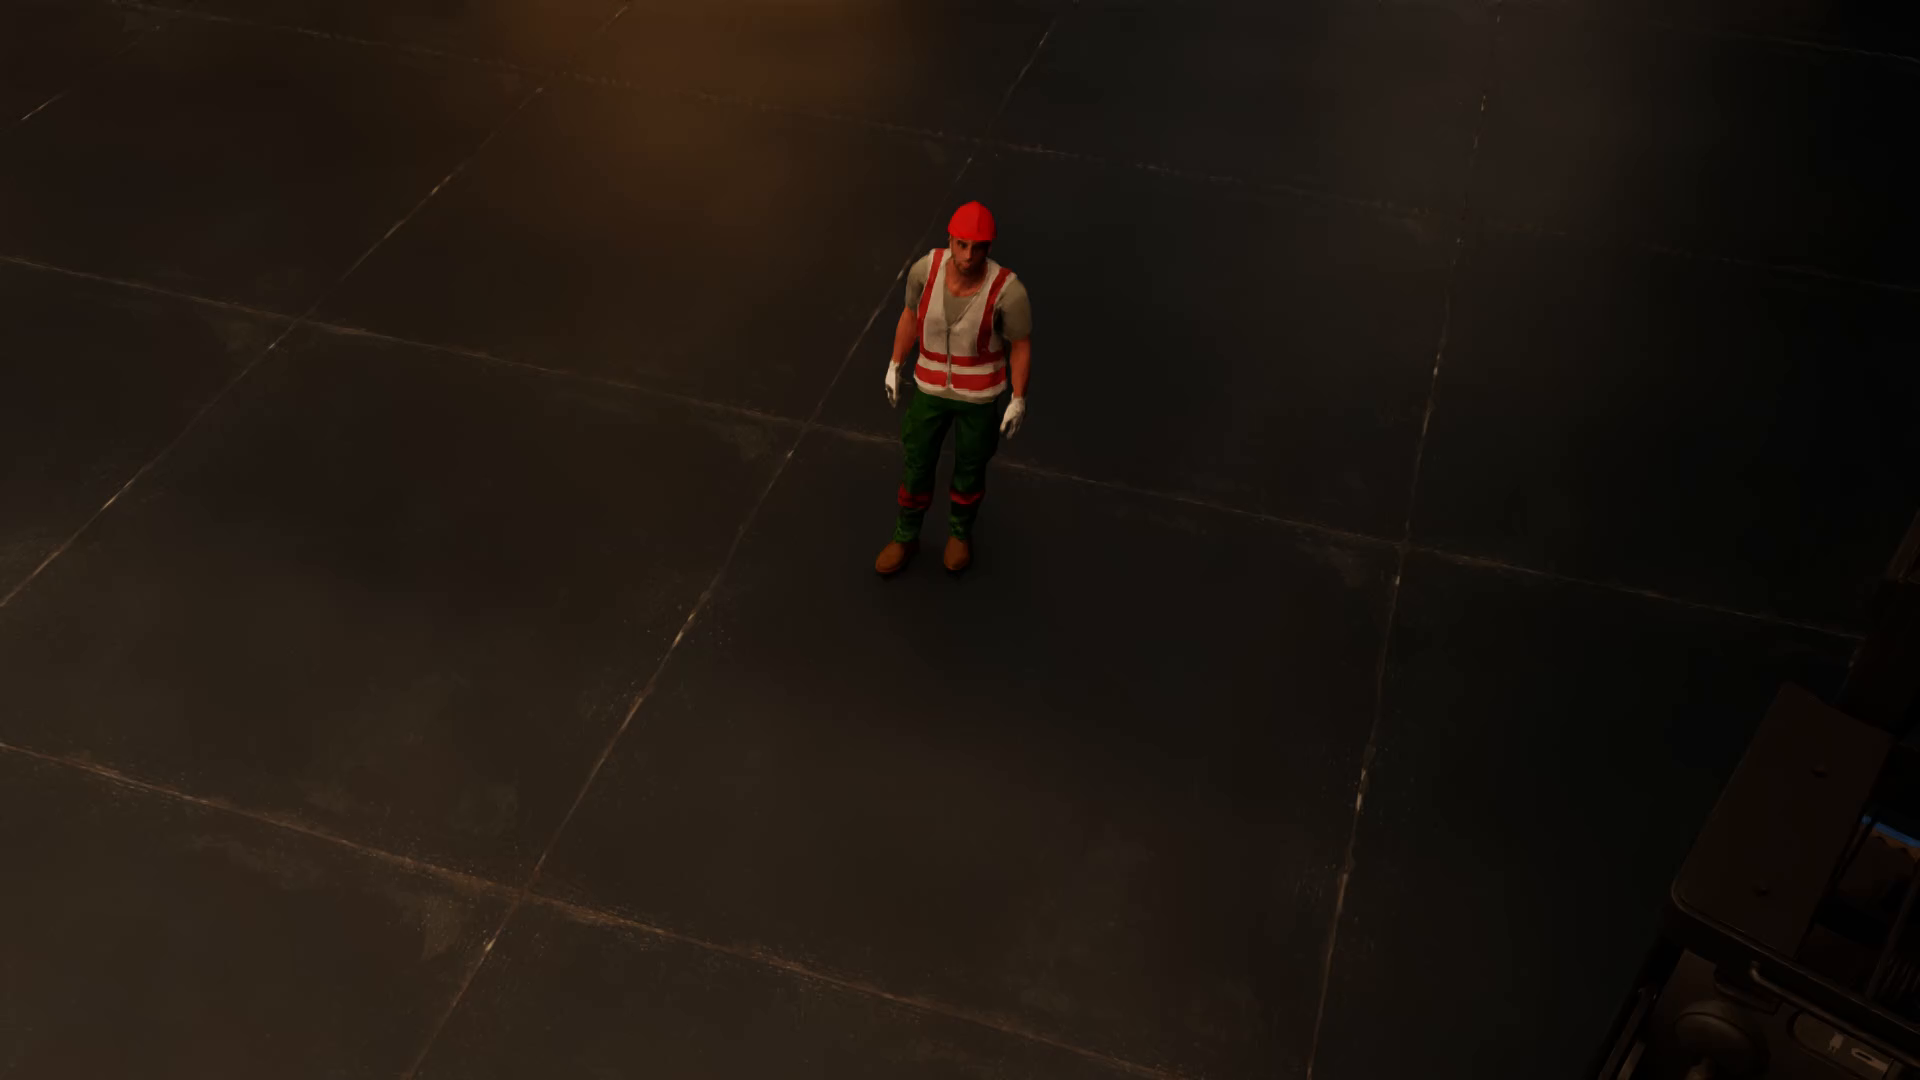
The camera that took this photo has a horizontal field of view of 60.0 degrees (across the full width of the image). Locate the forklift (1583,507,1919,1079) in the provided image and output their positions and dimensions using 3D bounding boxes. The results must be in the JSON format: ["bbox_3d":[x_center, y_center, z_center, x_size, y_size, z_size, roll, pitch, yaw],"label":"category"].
[{"bbox_3d":[2.148,1.462,4.117,1.130,2.935,3.031,28,50,27],"label":"forklift"}]

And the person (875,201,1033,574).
[{"bbox_3d":[-0.035,-0.610,7.173,0.637,1.787,0.563,12,44,13],"label":"person"}]
